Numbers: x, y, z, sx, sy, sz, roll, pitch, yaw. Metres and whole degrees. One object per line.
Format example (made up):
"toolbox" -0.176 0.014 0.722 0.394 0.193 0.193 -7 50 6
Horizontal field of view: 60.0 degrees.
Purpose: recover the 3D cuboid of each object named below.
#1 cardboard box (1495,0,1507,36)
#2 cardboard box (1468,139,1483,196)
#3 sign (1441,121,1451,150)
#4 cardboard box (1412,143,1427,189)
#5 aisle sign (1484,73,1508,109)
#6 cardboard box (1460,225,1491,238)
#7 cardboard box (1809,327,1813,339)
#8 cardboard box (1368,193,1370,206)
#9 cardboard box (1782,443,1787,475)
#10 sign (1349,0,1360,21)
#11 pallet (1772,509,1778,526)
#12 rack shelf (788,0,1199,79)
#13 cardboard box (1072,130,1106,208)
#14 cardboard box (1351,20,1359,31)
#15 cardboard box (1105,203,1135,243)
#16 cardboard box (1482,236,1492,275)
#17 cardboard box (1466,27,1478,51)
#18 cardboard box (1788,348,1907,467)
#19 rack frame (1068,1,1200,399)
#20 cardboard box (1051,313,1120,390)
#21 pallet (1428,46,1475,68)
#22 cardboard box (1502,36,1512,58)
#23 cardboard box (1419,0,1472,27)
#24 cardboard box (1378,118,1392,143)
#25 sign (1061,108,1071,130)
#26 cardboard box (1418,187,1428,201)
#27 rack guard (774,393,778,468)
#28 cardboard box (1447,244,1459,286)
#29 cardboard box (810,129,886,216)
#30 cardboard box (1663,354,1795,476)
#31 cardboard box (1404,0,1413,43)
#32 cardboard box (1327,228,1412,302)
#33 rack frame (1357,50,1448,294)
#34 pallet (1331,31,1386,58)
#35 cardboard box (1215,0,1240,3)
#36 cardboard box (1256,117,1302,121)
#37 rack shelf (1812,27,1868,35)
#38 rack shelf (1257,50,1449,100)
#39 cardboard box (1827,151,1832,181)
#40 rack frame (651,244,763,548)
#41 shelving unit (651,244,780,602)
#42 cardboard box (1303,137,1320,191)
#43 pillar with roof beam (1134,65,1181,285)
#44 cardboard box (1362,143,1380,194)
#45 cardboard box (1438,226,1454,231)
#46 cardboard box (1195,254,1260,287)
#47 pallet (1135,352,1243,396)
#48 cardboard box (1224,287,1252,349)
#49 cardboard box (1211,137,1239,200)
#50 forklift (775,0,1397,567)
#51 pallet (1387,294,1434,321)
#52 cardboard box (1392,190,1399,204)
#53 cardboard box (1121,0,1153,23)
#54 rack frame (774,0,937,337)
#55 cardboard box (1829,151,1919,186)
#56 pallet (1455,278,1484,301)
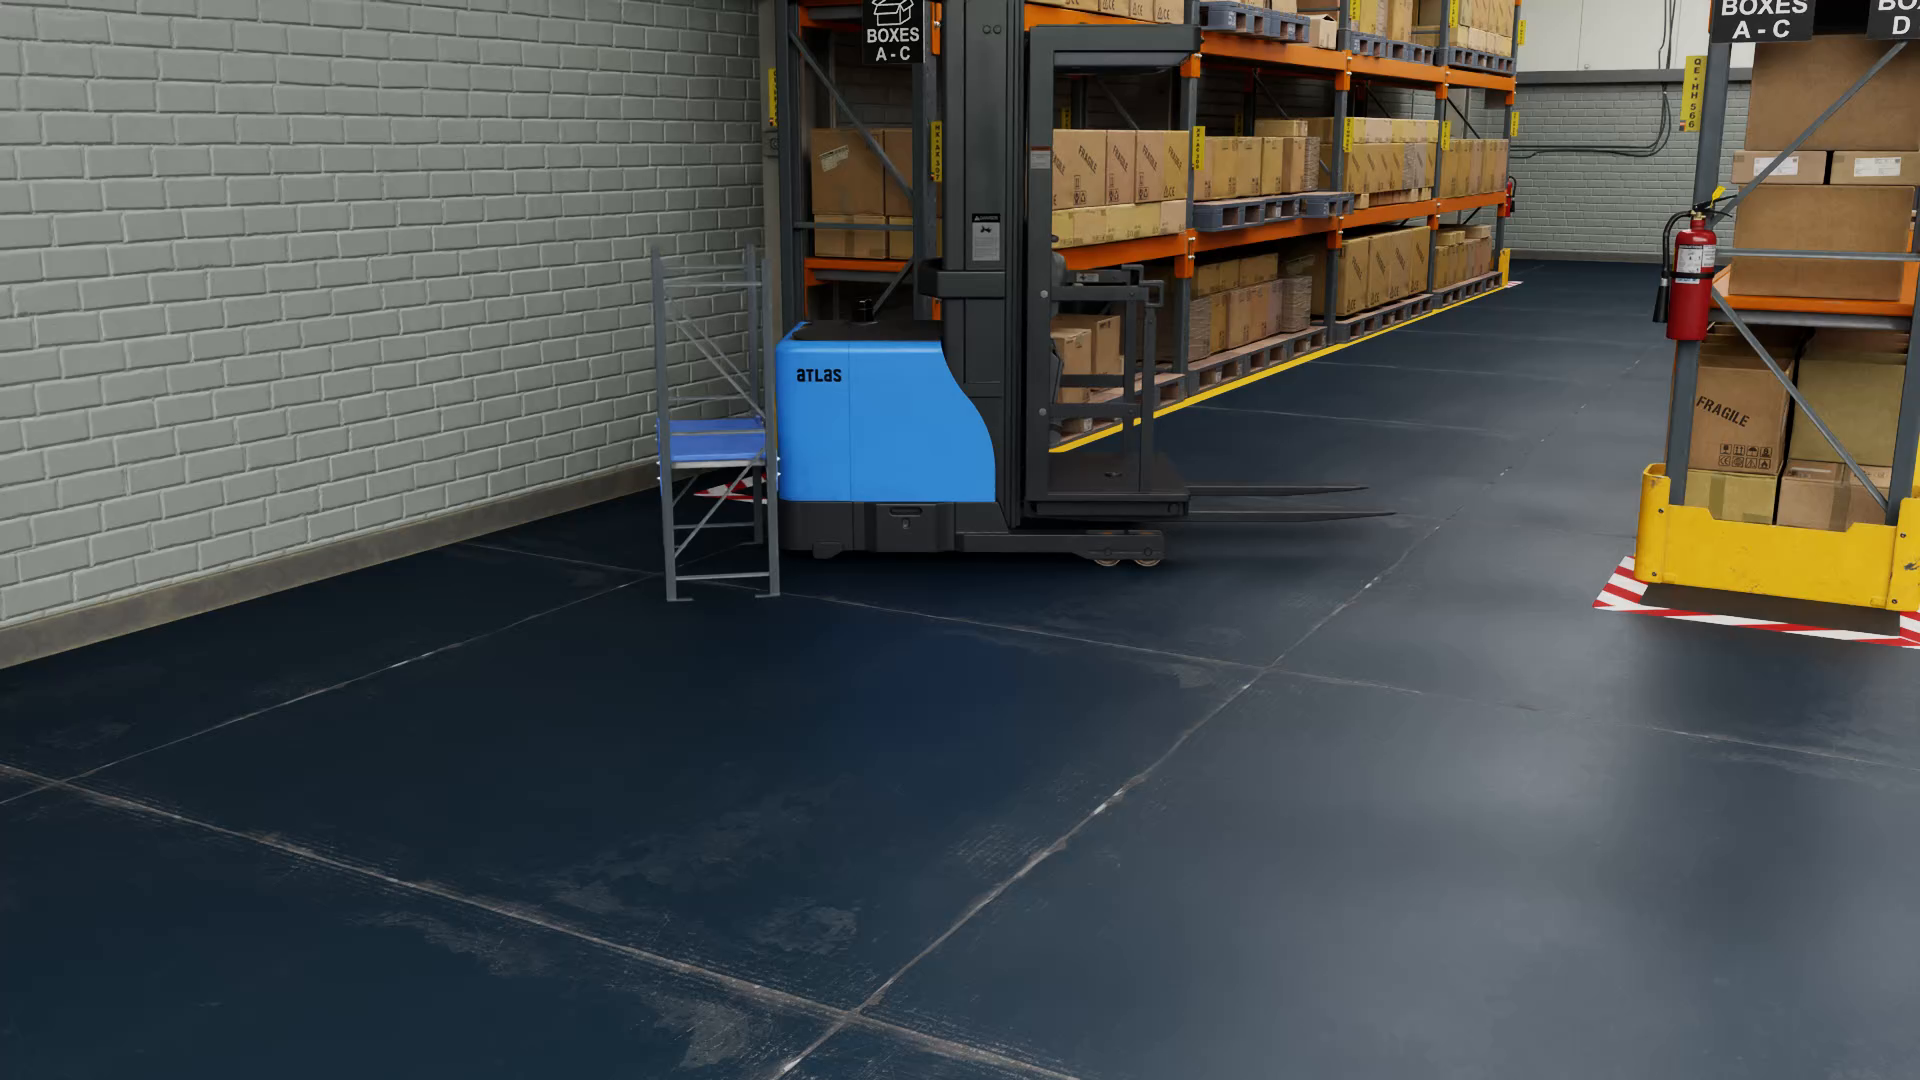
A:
"cardboard box" 6.771 -6.809 21.589 0.500 0.500 0.500 8 16 30
"cardboard box" 6.181 -4.823 21.501 0.980 0.700 0.700 7 15 25
"sign" 5.683 -4.734 19.466 0.100 0.325 0.005 7 15 28
"cardboard box" 4.963 -4.243 18.840 0.500 0.500 0.500 8 15 28
"aisle sign" 7.435 -6.334 22.859 0.394 0.787 0.004 7 15 28
"cardboard box" 6.984 -4.192 22.574 0.380 0.149 0.250 7 15 27
"cardboard box" 4.941 -1.136 10.215 0.500 0.500 0.500 7 15 28
"cardboard box" 4.095 -3.592 17.527 0.380 0.149 0.250 8 16 29
"cardboard box" 3.973 -0.361 8.602 0.500 0.250 0.500 7 15 28
"sign" 3.744 -5.096 15.766 0.100 0.325 0.005 7 15 28
"pallet" 4.074 -0.052 8.300 1.003 0.211 1.213 7 15 28
"rack shelf" 0.370 -3.325 11.062 1.077 0.370 4.000 7 15 28
"cardboard box" 0.639 -2.485 11.117 0.500 0.500 0.500 8 16 30
"cardboard box" 3.664 -5.389 16.936 0.700 0.500 0.500 6 15 25
"cardboard box" 0.895 -2.226 11.646 0.500 0.250 0.500 7 15 28
"cardboard box" 6.887 -3.923 22.844 0.700 0.500 0.500 7 15 28
"cardboard box" 6.027 -6.122 20.336 0.500 0.250 0.500 7 15 27
"cardboard box" 4.435 -0.666 8.266 0.500 0.500 0.500 7 15 28
"rack frame" 1.336 -2.627 13.031 1.000 3.000 0.127 7 15 28
"cardboard box" 0.870 -1.409 12.371 0.500 0.500 0.500 6 15 24
"pallet" 5.608 -5.850 20.190 1.003 0.211 1.213 7 15 28
"cardboard box" 7.016 -6.547 22.101 0.500 0.250 0.500 8 16 30
"cardboard box" 5.794 -6.386 19.832 0.500 0.500 0.500 7 15 28
"cardboard box" 4.213 -4.293 17.449 0.500 0.250 0.500 7 15 28
"sign" 0.849 -3.252 13.153 0.100 0.325 0.005 7 15 28
"cardboard box" 5.187 -4.000 19.220 0.380 0.149 0.250 8 16 29
"rack guard" -0.561 -0.607 9.985 1.175 0.500 0.348 7 15 28
"cardboard box" 5.901 -3.502 21.097 0.700 0.500 0.500 7 15 27
"cardboard box" -0.556 -2.229 10.056 0.500 0.500 0.500 7 15 27
"cardboard box" 3.740 -0.622 8.084 0.500 0.500 0.500 7 15 28
"cardboard box" 4.682 -5.821 18.727 0.700 0.500 0.500 6 15 25
"cardboard box" 4.576 -3.097 18.670 0.750 0.750 0.750 8 16 30
"rack frame" 5.204 -4.269 19.839 1.000 3.000 0.127 7 15 28
"pallet" 3.535 -4.952 16.679 1.213 0.211 1.003 8 16 31
"cardboard box" 1.968 -4.476 13.593 0.500 0.311 0.500 8 16 30
"cardboard box" 3.262 -4.138 16.806 0.500 0.250 0.500 8 16 30
"rack shelf" 6.641 -3.586 12.141 1.077 0.370 4.000 7 15 28
"rack shelf" 4.237 -4.967 17.870 1.077 0.370 4.000 7 15 28
"cardboard box" 4.008 -1.816 8.070 0.380 0.149 0.250 7 15 27
"rack frame" -1.247 -0.701 8.242 0.500 1.500 0.032 -3 14 -10
"shelving unit" -1.153 -0.584 7.756 0.538 1.500 1.048 -3 14 -10
"cardboard box" 3.052 -3.613 15.967 0.700 0.500 0.500 5 15 21
"pillar with roof beam" 5.653 -5.708 13.009 9.100 9.000 0.400 7 15 28
"cardboard box" 3.990 -3.828 17.121 0.500 0.500 0.500 8 16 30
"cardboard box" 6.406 -4.132 22.325 0.380 0.149 0.250 8 15 29
"cardboard box" 2.393 -2.442 15.056 0.500 0.250 0.500 7 15 28
"pallet" 1.711 -1.432 14.021 1.003 0.211 1.213 7 15 28
"cardboard box" 2.166 -1.991 14.785 0.700 0.500 0.500 8 15 29
"cardboard box" 1.889 -3.104 13.857 0.700 0.500 0.500 9 16 34
"forklift" 0.628 -1.423 8.182 3.031 2.935 1.130 0 14 1
"pallet" 4.897 -2.746 19.474 1.003 0.211 1.213 7 15 28
"cardboard box" 4.636 -3.799 18.385 0.380 0.149 0.250 7 15 26
"cardboard box" 1.053 -3.910 11.695 0.500 0.500 0.500 6 15 23
"rack frame" -0.597 -1.807 9.627 1.000 3.000 0.127 7 15 28
"cardboard box" 4.119 -1.666 7.447 0.380 0.149 0.250 7 15 28
"pallet" 6.229 -3.311 21.819 1.003 0.211 1.213 7 15 28
